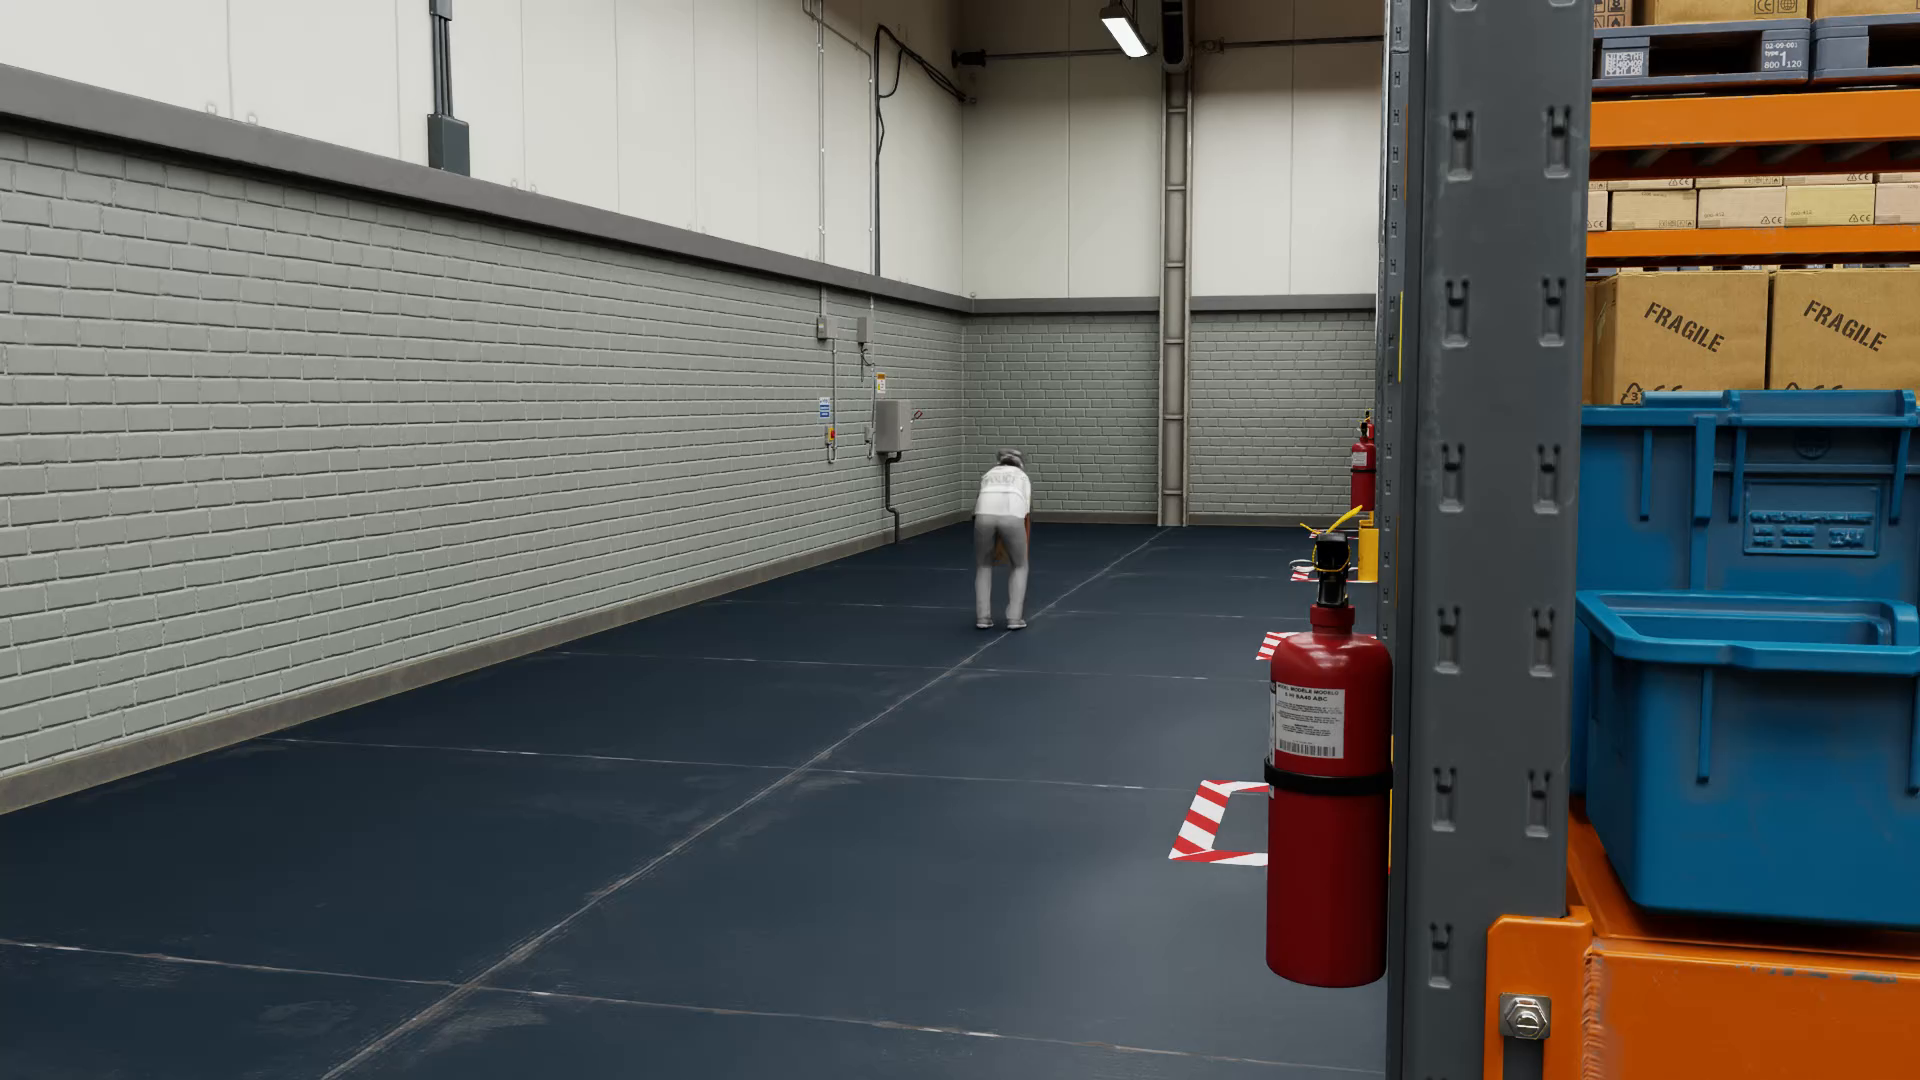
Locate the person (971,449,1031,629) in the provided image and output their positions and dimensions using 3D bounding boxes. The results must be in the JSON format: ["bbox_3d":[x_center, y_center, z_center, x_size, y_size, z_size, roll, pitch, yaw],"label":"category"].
[{"bbox_3d":[0.348,-0.015,12.812,0.414,1.350,0.873,1,5,12],"label":"person"}]
